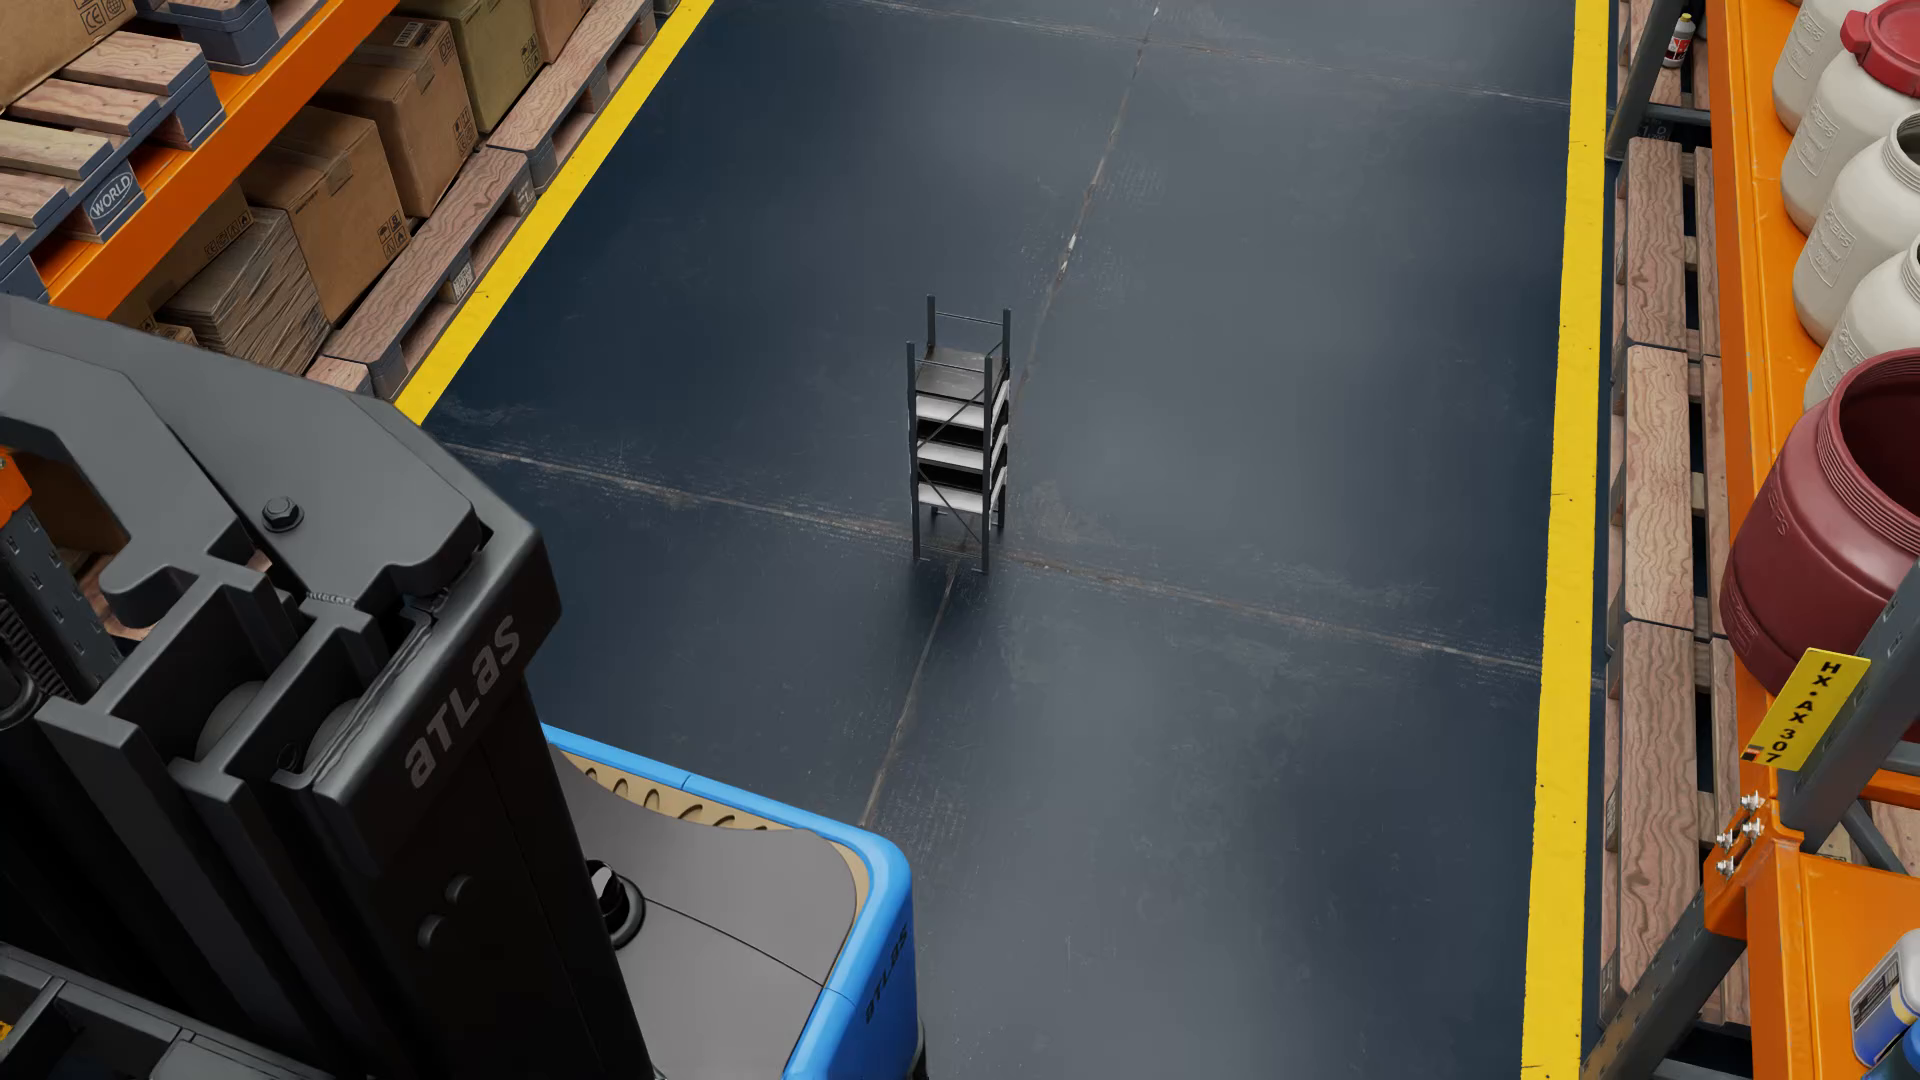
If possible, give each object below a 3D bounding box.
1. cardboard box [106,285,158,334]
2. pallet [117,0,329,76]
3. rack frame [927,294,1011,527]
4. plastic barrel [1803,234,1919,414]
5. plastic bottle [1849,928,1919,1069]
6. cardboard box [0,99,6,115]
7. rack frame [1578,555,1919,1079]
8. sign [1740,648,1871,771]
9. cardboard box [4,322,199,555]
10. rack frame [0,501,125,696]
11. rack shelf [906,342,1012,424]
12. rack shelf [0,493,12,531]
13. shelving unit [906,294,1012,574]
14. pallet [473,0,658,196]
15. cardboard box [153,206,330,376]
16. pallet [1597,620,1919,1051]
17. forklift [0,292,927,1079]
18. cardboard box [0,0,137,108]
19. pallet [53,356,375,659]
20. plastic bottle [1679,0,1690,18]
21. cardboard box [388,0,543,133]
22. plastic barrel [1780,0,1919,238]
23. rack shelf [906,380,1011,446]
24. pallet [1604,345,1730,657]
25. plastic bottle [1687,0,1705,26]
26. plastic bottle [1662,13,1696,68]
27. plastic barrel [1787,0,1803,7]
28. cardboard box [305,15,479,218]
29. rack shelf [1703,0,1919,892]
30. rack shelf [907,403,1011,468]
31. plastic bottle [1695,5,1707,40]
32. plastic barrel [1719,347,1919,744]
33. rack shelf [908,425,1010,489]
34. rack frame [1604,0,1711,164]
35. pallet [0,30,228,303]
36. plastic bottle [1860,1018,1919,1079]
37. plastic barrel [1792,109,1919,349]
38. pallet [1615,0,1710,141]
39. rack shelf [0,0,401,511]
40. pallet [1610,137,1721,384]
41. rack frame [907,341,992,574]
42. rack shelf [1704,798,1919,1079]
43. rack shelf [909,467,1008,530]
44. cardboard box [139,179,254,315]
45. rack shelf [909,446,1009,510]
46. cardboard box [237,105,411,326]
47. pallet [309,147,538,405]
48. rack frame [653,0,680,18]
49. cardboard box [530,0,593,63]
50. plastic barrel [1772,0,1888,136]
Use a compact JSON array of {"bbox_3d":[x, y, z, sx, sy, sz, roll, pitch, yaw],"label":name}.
[{"bbox_3d":[-2.640,-0.580,4.634,0.500,0.250,0.500,13,50,12],"label":"cardboard box"},{"bbox_3d":[-2.305,-1.899,5.053,1.003,0.211,1.213,12,50,10],"label":"pallet"},{"bbox_3d":[0.025,-0.365,4.972,0.240,0.900,0.006,12,50,10],"label":"rack frame"},{"bbox_3d":[2.056,-0.368,3.500,0.421,0.512,0.421,0,49,0],"label":"plastic barrel"},{"bbox_3d":[1.566,0.745,2.674,0.152,0.276,0.135,12,50,10],"label":"plastic bottle"},{"bbox_3d":[-2.683,-1.093,3.867,0.500,0.500,0.500,6,49,5],"label":"cardboard box"},{"bbox_3d":[1.991,0.455,2.848,1.000,3.000,0.127,12,50,10],"label":"rack frame"},{"bbox_3d":[1.459,0.297,2.878,0.100,0.325,0.005,12,50,10],"label":"sign"},{"bbox_3d":[-2.630,-0.329,4.914,0.700,0.500,0.500,9,49,8],"label":"cardboard box"},{"bbox_3d":[-2.787,-0.522,3.710,1.000,3.000,0.127,12,50,10],"label":"rack frame"},{"bbox_3d":[-0.002,-0.449,4.730,0.258,0.077,0.200,12,50,10],"label":"rack shelf"},{"bbox_3d":[-3.313,1.162,2.703,1.077,0.370,4.000,12,50,10],"label":"rack shelf"},{"bbox_3d":[-0.002,-0.292,4.907,0.258,0.900,0.210,12,50,10],"label":"shelving unit"},{"bbox_3d":[-1.938,-1.930,6.812,1.003,0.211,1.213,12,50,10],"label":"pallet"},{"bbox_3d":[-2.496,-0.733,5.270,0.700,0.500,0.500,8,49,7],"label":"cardboard box"},{"bbox_3d":[2.233,0.825,4.381,1.003,0.211,1.213,12,50,10],"label":"pallet"},{"bbox_3d":[-1.077,1.254,2.189,1.130,2.935,3.031,16,50,14],"label":"forklift"},{"bbox_3d":[-2.633,-1.516,4.241,0.700,0.500,0.500,18,51,16],"label":"cardboard box"},{"bbox_3d":[-2.580,-0.165,5.255,1.003,0.211,1.213,12,50,10],"label":"pallet"},{"bbox_3d":[2.853,-2.098,6.619,0.061,0.283,0.133,14,50,12],"label":"plastic bottle"},{"bbox_3d":[-2.060,-1.953,6.347,0.700,0.500,0.500,11,50,10],"label":"cardboard box"},{"bbox_3d":[2.274,-0.991,4.033,0.433,0.535,0.433,0,49,0],"label":"plastic barrel"},{"bbox_3d":[-0.002,-0.389,4.797,0.258,0.077,0.200,12,50,10],"label":"rack shelf"},{"bbox_3d":[2.556,-0.055,5.157,1.003,0.211,1.213,12,50,10],"label":"pallet"},{"bbox_3d":[2.936,-2.230,6.691,0.144,0.351,0.185,10,49,9],"label":"plastic bottle"},{"bbox_3d":[2.839,-1.982,6.571,0.097,0.201,0.097,0,49,0],"label":"plastic bottle"},{"bbox_3d":[2.581,-1.835,4.778,0.433,0.535,0.433,0,49,0],"label":"plastic barrel"},{"bbox_3d":[-2.207,-1.548,5.990,0.700,0.500,0.500,8,49,7],"label":"cardboard box"},{"bbox_3d":[2.518,-0.754,4.394,1.077,0.370,4.000,12,50,10],"label":"rack shelf"},{"bbox_3d":[-0.002,-0.329,4.865,0.258,0.077,0.200,12,50,10],"label":"rack shelf"},{"bbox_3d":[3.075,-2.202,6.666,0.144,0.351,0.185,12,50,10],"label":"plastic bottle"},{"bbox_3d":[1.821,0.015,3.146,0.600,0.536,0.708,12,50,10],"label":"plastic barrel"},{"bbox_3d":[-0.002,-0.270,4.932,0.258,0.077,0.200,12,50,10],"label":"rack shelf"},{"bbox_3d":[3.044,-2.438,5.401,1.000,3.000,0.127,12,50,10],"label":"rack frame"},{"bbox_3d":[-2.702,-0.995,4.256,1.213,0.211,1.003,12,50,10],"label":"pallet"},{"bbox_3d":[1.509,0.825,2.607,0.097,0.271,0.097,0,49,0],"label":"plastic bottle"},{"bbox_3d":[2.167,-0.673,3.769,0.421,0.512,0.421,0,49,0],"label":"plastic barrel"},{"bbox_3d":[3.261,-1.993,6.868,1.003,0.211,1.213,12,50,10],"label":"pallet"},{"bbox_3d":[-2.261,-1.731,5.257,1.077,0.370,4.000,12,50,10],"label":"rack shelf"},{"bbox_3d":[2.875,-0.940,5.939,1.003,0.211,1.213,12,50,10],"label":"pallet"},{"bbox_3d":[-0.029,-0.218,4.843,0.240,0.900,0.006,12,50,10],"label":"rack frame"},{"bbox_3d":[1.465,2.140,1.841,1.077,0.370,4.000,12,50,10],"label":"rack shelf"},{"bbox_3d":[-0.002,-0.151,5.067,0.258,0.077,0.200,12,50,10],"label":"rack shelf"},{"bbox_3d":[-2.510,-0.965,4.975,0.500,0.250,0.500,17,51,14],"label":"cardboard box"},{"bbox_3d":[-0.002,-0.210,5.000,0.258,0.077,0.200,12,50,10],"label":"rack shelf"},{"bbox_3d":[-2.354,-1.145,5.633,0.700,0.500,0.500,15,50,13],"label":"cardboard box"},{"bbox_3d":[-2.257,-1.044,6.031,1.003,0.211,1.213,12,50,10],"label":"pallet"},{"bbox_3d":[-1.734,-3.416,6.264,1.000,3.000,0.127,12,50,10],"label":"rack frame"},{"bbox_3d":[-1.917,-2.294,6.648,0.700,0.500,0.500,8,49,7],"label":"cardboard box"},{"bbox_3d":[2.388,-1.304,4.309,0.433,0.535,0.433,0,49,0],"label":"plastic barrel"}]
